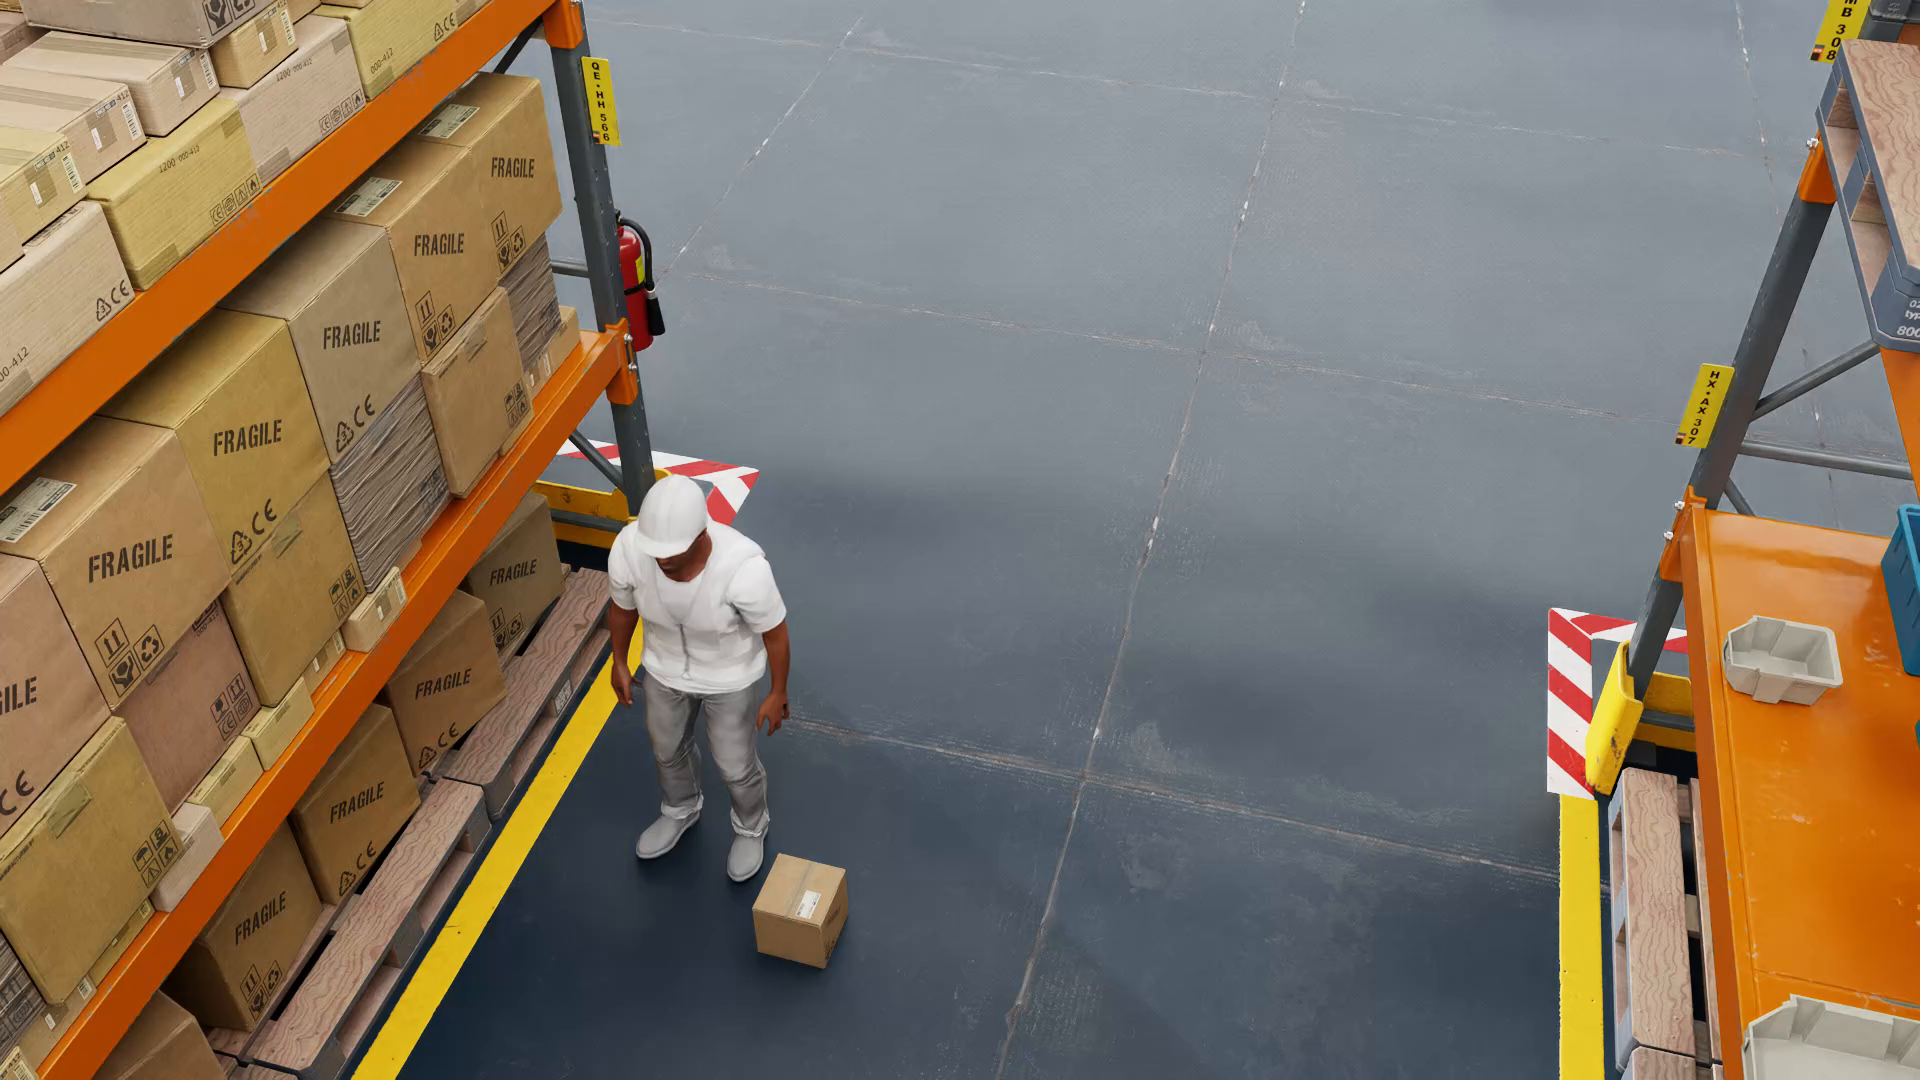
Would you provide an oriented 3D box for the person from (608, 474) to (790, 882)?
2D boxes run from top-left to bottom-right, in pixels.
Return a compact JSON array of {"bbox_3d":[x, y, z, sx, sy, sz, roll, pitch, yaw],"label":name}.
[{"bbox_3d":[-0.879,0.460,5.611,0.635,1.760,0.455,10,42,12],"label":"person"}]
